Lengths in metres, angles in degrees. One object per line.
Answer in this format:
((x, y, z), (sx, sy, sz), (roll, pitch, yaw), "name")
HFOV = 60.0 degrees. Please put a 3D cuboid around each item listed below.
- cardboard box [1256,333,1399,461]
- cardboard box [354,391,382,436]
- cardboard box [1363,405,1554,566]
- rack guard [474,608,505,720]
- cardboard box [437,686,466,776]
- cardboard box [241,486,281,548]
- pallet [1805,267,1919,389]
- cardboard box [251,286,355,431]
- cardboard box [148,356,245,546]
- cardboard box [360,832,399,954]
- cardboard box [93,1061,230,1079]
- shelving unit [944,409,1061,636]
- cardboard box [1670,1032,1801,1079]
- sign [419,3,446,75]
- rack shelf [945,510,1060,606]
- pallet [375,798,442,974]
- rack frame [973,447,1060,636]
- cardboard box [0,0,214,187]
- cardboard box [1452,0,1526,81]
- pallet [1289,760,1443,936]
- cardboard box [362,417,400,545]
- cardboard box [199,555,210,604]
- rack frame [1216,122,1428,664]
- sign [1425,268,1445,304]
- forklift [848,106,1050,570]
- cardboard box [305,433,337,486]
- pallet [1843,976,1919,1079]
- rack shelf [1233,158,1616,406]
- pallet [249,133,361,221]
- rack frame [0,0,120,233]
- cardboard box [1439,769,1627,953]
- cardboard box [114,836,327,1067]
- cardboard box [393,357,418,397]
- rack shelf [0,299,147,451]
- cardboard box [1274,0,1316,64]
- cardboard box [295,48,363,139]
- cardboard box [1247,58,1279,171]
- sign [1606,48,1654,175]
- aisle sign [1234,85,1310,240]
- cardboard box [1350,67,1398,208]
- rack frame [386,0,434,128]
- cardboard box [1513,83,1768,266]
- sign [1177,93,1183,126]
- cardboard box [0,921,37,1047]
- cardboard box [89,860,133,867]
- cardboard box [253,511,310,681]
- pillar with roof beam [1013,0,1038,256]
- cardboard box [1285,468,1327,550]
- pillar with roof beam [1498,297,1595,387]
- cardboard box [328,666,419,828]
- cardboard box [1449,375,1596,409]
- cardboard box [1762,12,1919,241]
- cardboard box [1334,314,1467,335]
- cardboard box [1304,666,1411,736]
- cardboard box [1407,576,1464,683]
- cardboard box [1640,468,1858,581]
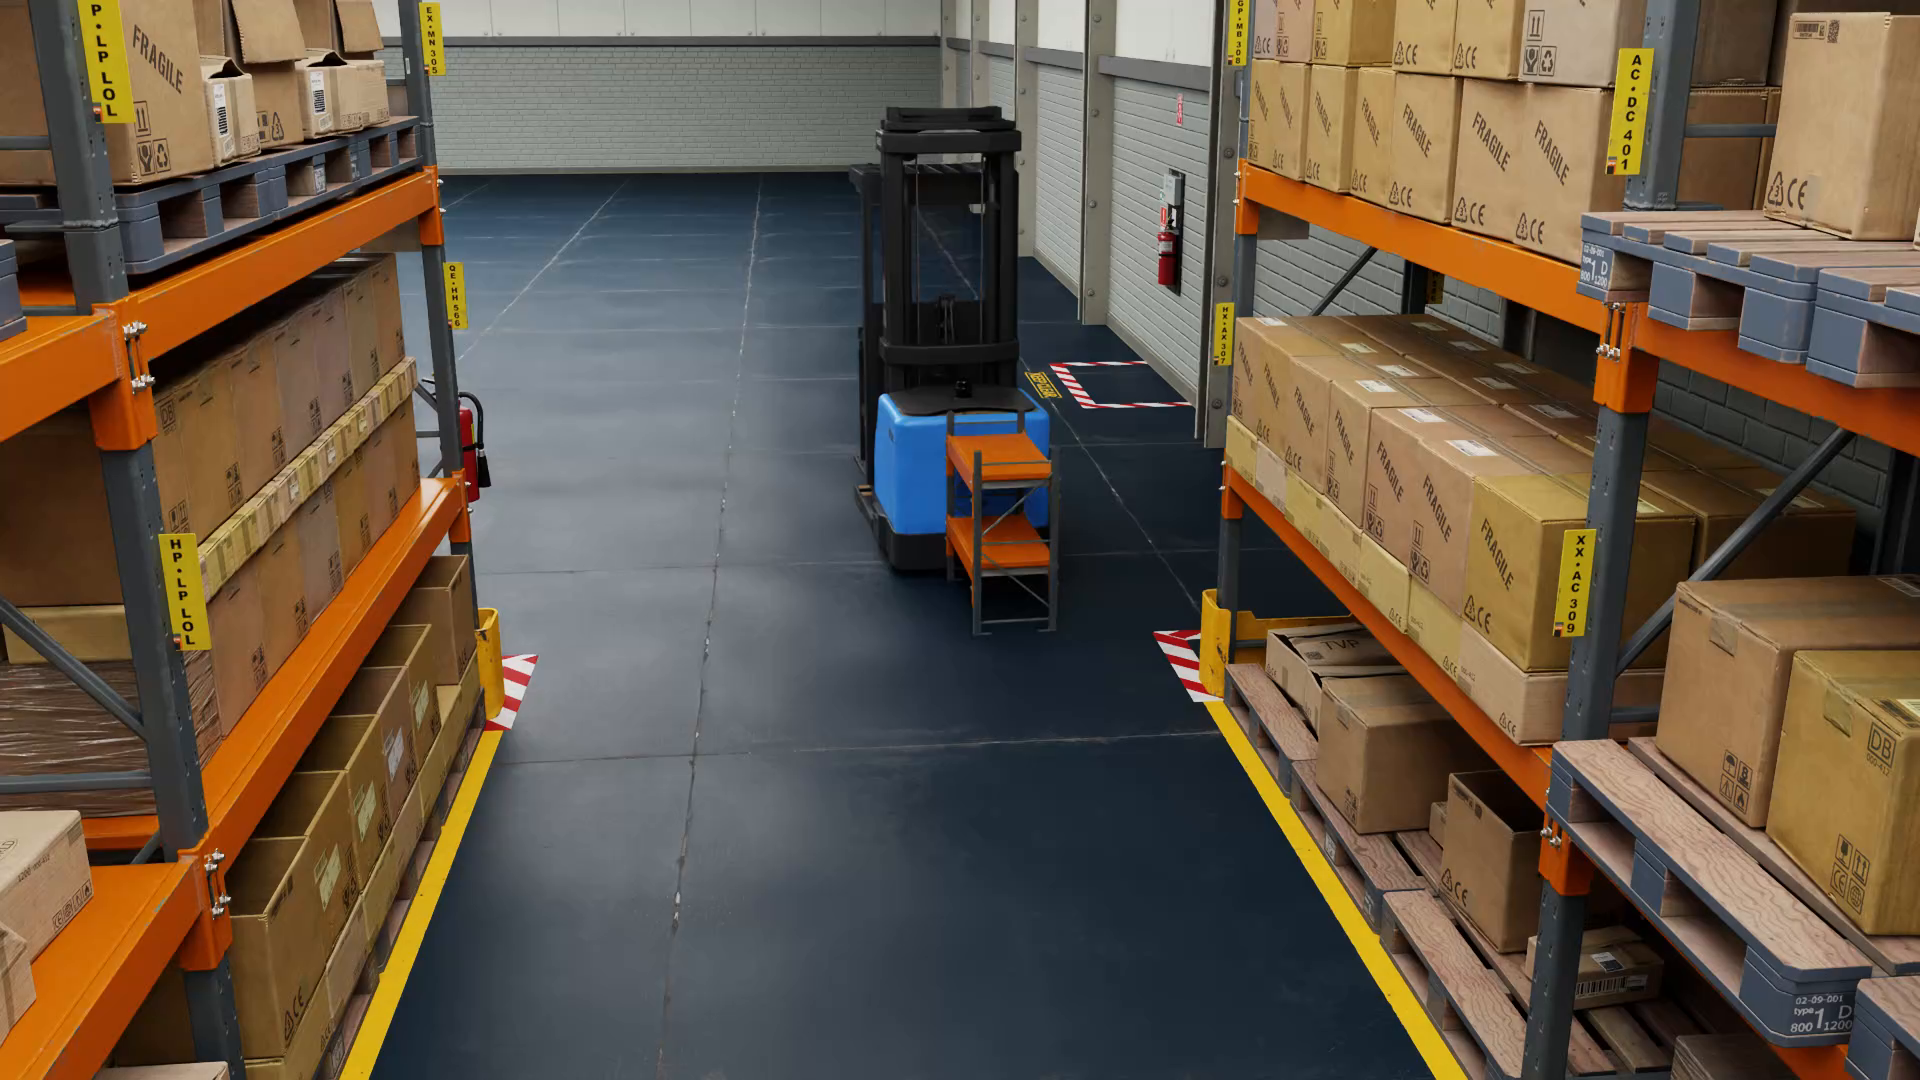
((1.703, -0.668, 7.763), (0.500, 0.500, 0.500), (-2, 18, -5), "cardboard box")
((-2.708, -0.537, 7.131), (0.380, 0.149, 0.250), (-2, 17, -5), "cardboard box")
((1.869, -0.206, 6.289), (0.500, 0.500, 0.500), (-2, 18, -7), "cardboard box")
((-3.018, 0.668, 8.714), (1.175, 0.500, 0.348), (-2, 18, -6), "rack guard")
((-2.603, 0.893, 7.713), (0.500, 0.250, 0.500), (-2, 18, -6), "cardboard box")
((-2.544, -0.073, 5.652), (0.380, 0.149, 0.250), (-2, 18, -7), "cardboard box")
((2.392, -0.325, 3.011), (1.213, 0.211, 1.003), (-2, 18, -6), "pallet")
((-2.862, -0.722, 6.636), (0.700, 0.500, 0.500), (-2, 18, -5), "cardboard box")
((-2.708, -0.275, 5.212), (0.700, 0.500, 0.500), (-2, 18, -6), "cardboard box")
((-2.442, 1.340, 6.290), (0.500, 0.250, 0.500), (-2, 18, -6), "cardboard box")
((-2.276, 1.630, 4.430), (0.500, 0.311, 0.500), (-2, 18, -6), "cardboard box")
((0.246, -0.133, 10.223), (0.538, 1.125, 1.048), (-3, 18, -9), "shelving unit")
((2.417, 1.722, 4.624), (0.700, 0.500, 0.500), (-1, 17, -4), "cardboard box")
((-2.474, -2.346, 7.787), (0.100, 0.325, 0.005), (-2, 18, -6), "sign")
((0.246, 0.100, 10.296), (0.538, 0.278, 1.000), (-3, 18, -9), "rack shelf")
((-2.772, 1.402, 6.858), (1.003, 0.211, 1.213), (-2, 18, -6), "pallet")
((0.327, 0.017, 9.744), (0.500, 1.125, 0.032), (-3, 18, -9), "rack frame")
((-2.392, -1.230, 4.477), (0.500, 0.500, 0.500), (0, 17, -1), "cardboard box")
((1.935, -1.750, 5.366), (0.500, 0.500, 0.500), (-1, 17, -3), "cardboard box")
((2.091, 1.287, 7.224), (1.003, 0.211, 1.213), (-2, 18, -6), "pallet")
((-2.921, -0.269, 7.360), (0.700, 0.500, 0.500), (-1, 17, -4), "cardboard box")
((-2.464, 0.156, 4.921), (0.380, 0.149, 0.250), (-2, 17, -5), "cardboard box")
((1.912, -0.671, 8.808), (1.000, 3.000, 0.127), (-2, 18, -6), "rack frame")
((2.466, -1.386, 8.623), (0.100, 0.325, 0.005), (-2, 18, -6), "sign")
((-0.186, -1.603, 11.890), (1.130, 2.935, 3.031), (-3, 18, -10), "forklift")
((-2.624, -0.304, 6.389), (0.380, 0.149, 0.250), (-2, 18, -6), "cardboard box")
((2.492, 1.215, 3.119), (1.003, 0.211, 1.213), (-2, 18, -6), "pallet")
((2.118, -1.163, 6.569), (1.077, 0.370, 4.000), (-2, 18, -6), "rack shelf")
((-2.839, -1.330, 6.047), (1.003, 0.211, 1.213), (-2, 18, -6), "pallet")
((-2.603, -2.188, 3.622), (1.000, 3.000, 0.127), (-2, 18, -6), "rack frame")
((2.177, 1.195, 6.302), (0.500, 0.500, 0.500), (-3, 18, -10), "cardboard box")
((-2.339, 1.280, 5.229), (0.500, 0.500, 0.500), (-2, 18, -6), "cardboard box")
((-2.786, -0.767, 7.861), (0.380, 0.149, 0.250), (-2, 18, -7), "cardboard box")
((-2.396, 0.182, 2.282), (1.077, 0.370, 4.000), (-2, 18, -6), "rack shelf")
((1.711, -2.364, 7.321), (0.500, 0.500, 0.500), (-2, 18, -6), "cardboard box")
((-2.577, -1.672, 6.203), (0.500, 0.311, 0.500), (0, 17, 1), "cardboard box")
((1.697, -2.052, 7.999), (0.500, 0.500, 0.500), (-1, 17, -4), "cardboard box")
((1.785, -1.138, 4.425), (0.100, 0.325, 0.005), (-2, 18, -6), "sign")
((1.606, -1.924, 8.457), (0.394, 0.787, 0.004), (-2, 18, -6), "aisle sign")
((1.851, -1.578, 6.487), (0.500, 0.500, 0.500), (-1, 17, -2), "cardboard box")
((-3.015, -3.380, 7.418), (1.000, 3.000, 0.127), (-2, 18, -6), "rack frame")
((2.026, -1.112, 5.002), (0.500, 0.500, 0.500), (-1, 17, -4), "cardboard box")
((2.107, -4.126, 15.942), (0.001, 0.298, 0.199), (-2, 18, -6), "sign")
((-2.329, 0.995, 3.725), (0.396, 0.266, 0.258), (-2, 18, -7), "cardboard box")
((-2.908, 1.147, 5.652), (0.500, 0.500, 0.500), (-2, 18, -6), "cardboard box")
((-2.763, 0.188, 5.903), (0.700, 0.500, 0.500), (-2, 17, -5), "cardboard box")
((-3.294, -8.582, 23.989), (9.100, 9.000, 0.400), (-2, 18, -6), "pillar with roof beam")
((1.760, -0.148, 7.358), (0.500, 0.250, 0.500), (-2, 18, -7), "cardboard box")
((-1.438, -3.219, 6.907), (9.100, 9.000, 0.400), (-2, 18, -6), "pillar with roof beam")
((-2.496, 0.833, 6.652), (0.500, 0.500, 0.500), (-2, 18, -6), "cardboard box")
((2.323, -0.379, 6.842), (0.500, 0.500, 0.500), (-2, 17, -5), "cardboard box")
((2.301, -0.994, 3.958), (0.500, 0.500, 0.500), (1, 17, 2), "cardboard box")
((2.172, -0.833, 8.289), (0.500, 0.500, 0.500), (-2, 18, -6), "cardboard box")
((1.952, 0.780, 7.938), (0.500, 0.311, 0.500), (0, 17, -1), "cardboard box")
((1.931, 0.302, 5.925), (0.500, 0.250, 0.500), (-2, 18, -5), "cardboard box")
((2.483, 0.078, 5.386), (0.500, 0.500, 0.500), (-2, 18, -7), "cardboard box")
